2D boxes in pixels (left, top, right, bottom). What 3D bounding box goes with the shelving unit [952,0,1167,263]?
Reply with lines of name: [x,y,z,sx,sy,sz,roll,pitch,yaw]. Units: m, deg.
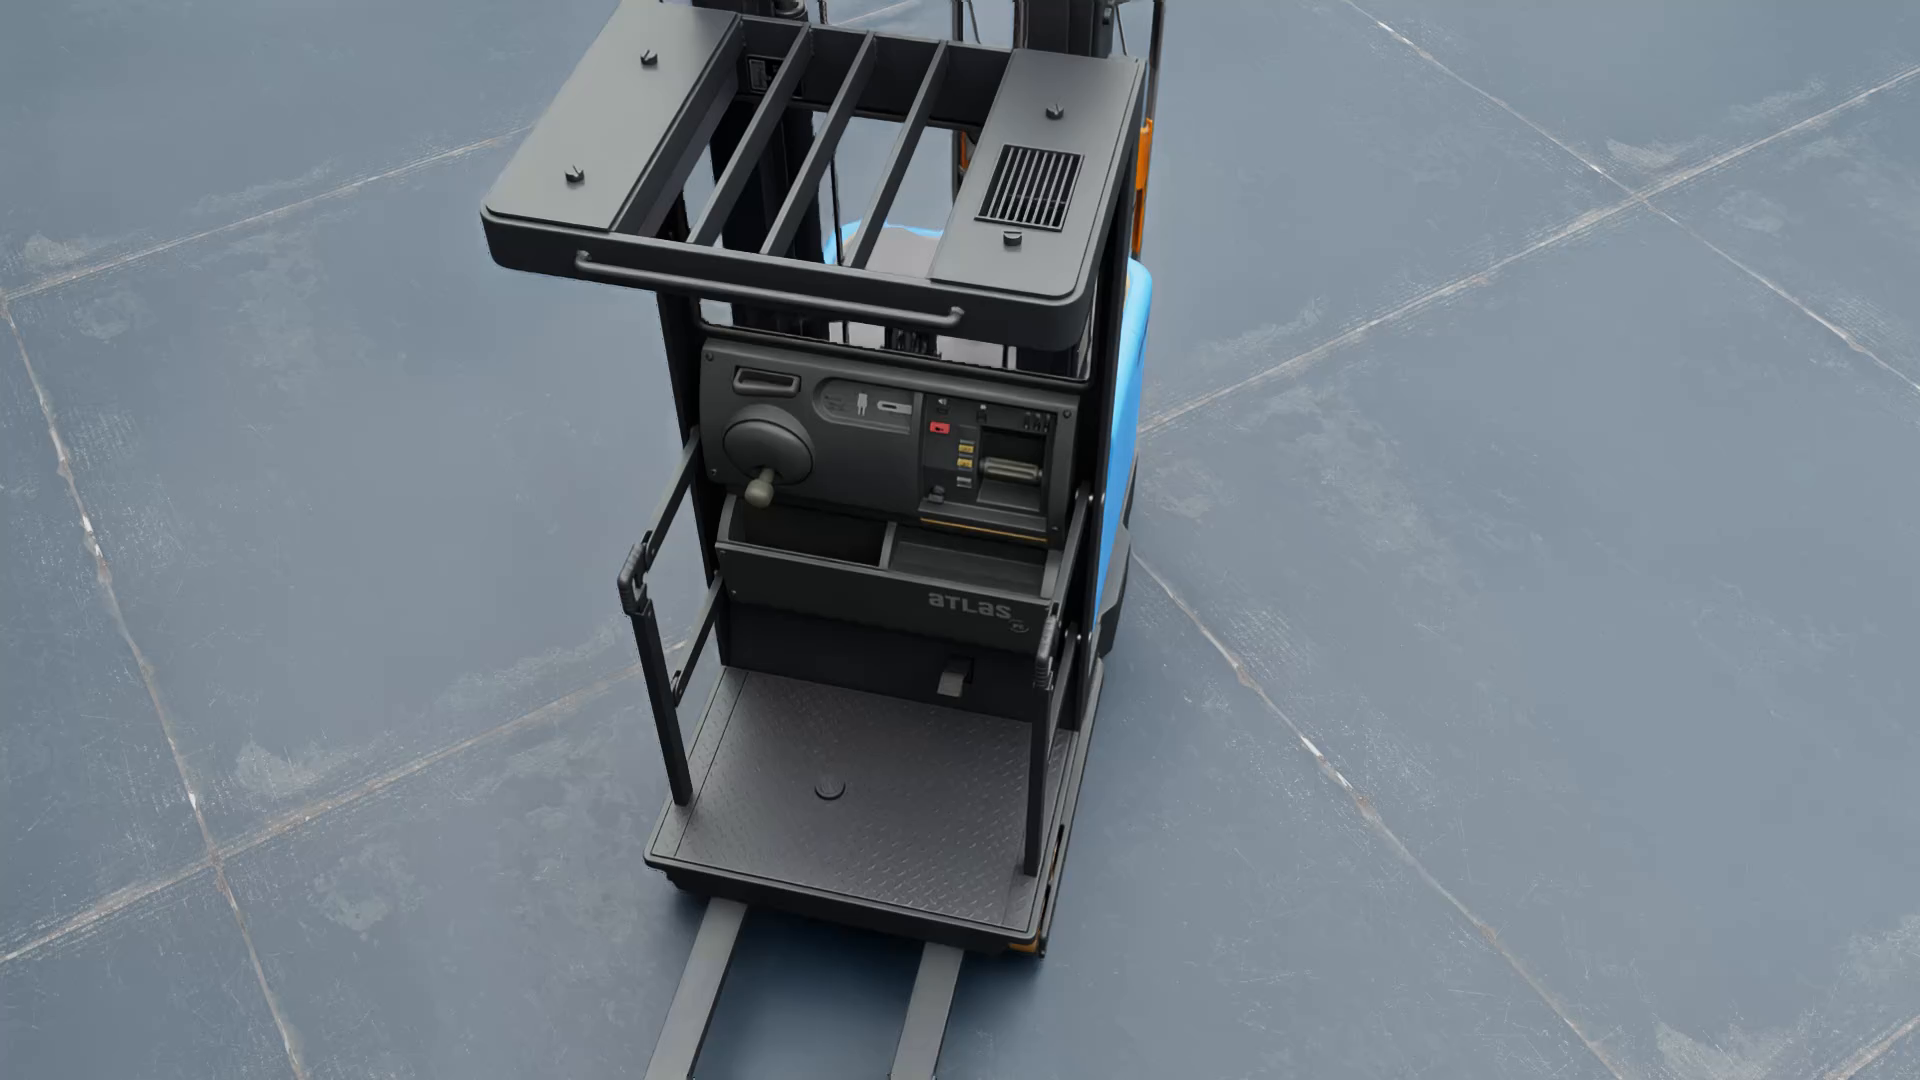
shelving unit: [0.291,-1.191,5.404,0.503,2.100,0.431,-23,52,-19]

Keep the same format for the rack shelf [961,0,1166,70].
rack shelf: [0.291,-1.647,4.892,0.480,0.518,0.431,-23,52,-19]

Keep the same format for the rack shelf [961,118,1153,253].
rack shelf: [0.291,-1.182,5.415,0.480,0.518,0.431,-23,52,-19]

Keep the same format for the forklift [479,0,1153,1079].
forklift: [-0.229,-0.129,3.902,1.130,2.935,3.031,10,49,9]

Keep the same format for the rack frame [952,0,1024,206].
rack frame: [0.078,-1.102,5.325,0.015,2.100,0.400,-23,52,-19]

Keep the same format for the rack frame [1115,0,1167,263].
rack frame: [0.505,-1.279,5.483,0.015,2.100,0.400,-23,52,-19]
